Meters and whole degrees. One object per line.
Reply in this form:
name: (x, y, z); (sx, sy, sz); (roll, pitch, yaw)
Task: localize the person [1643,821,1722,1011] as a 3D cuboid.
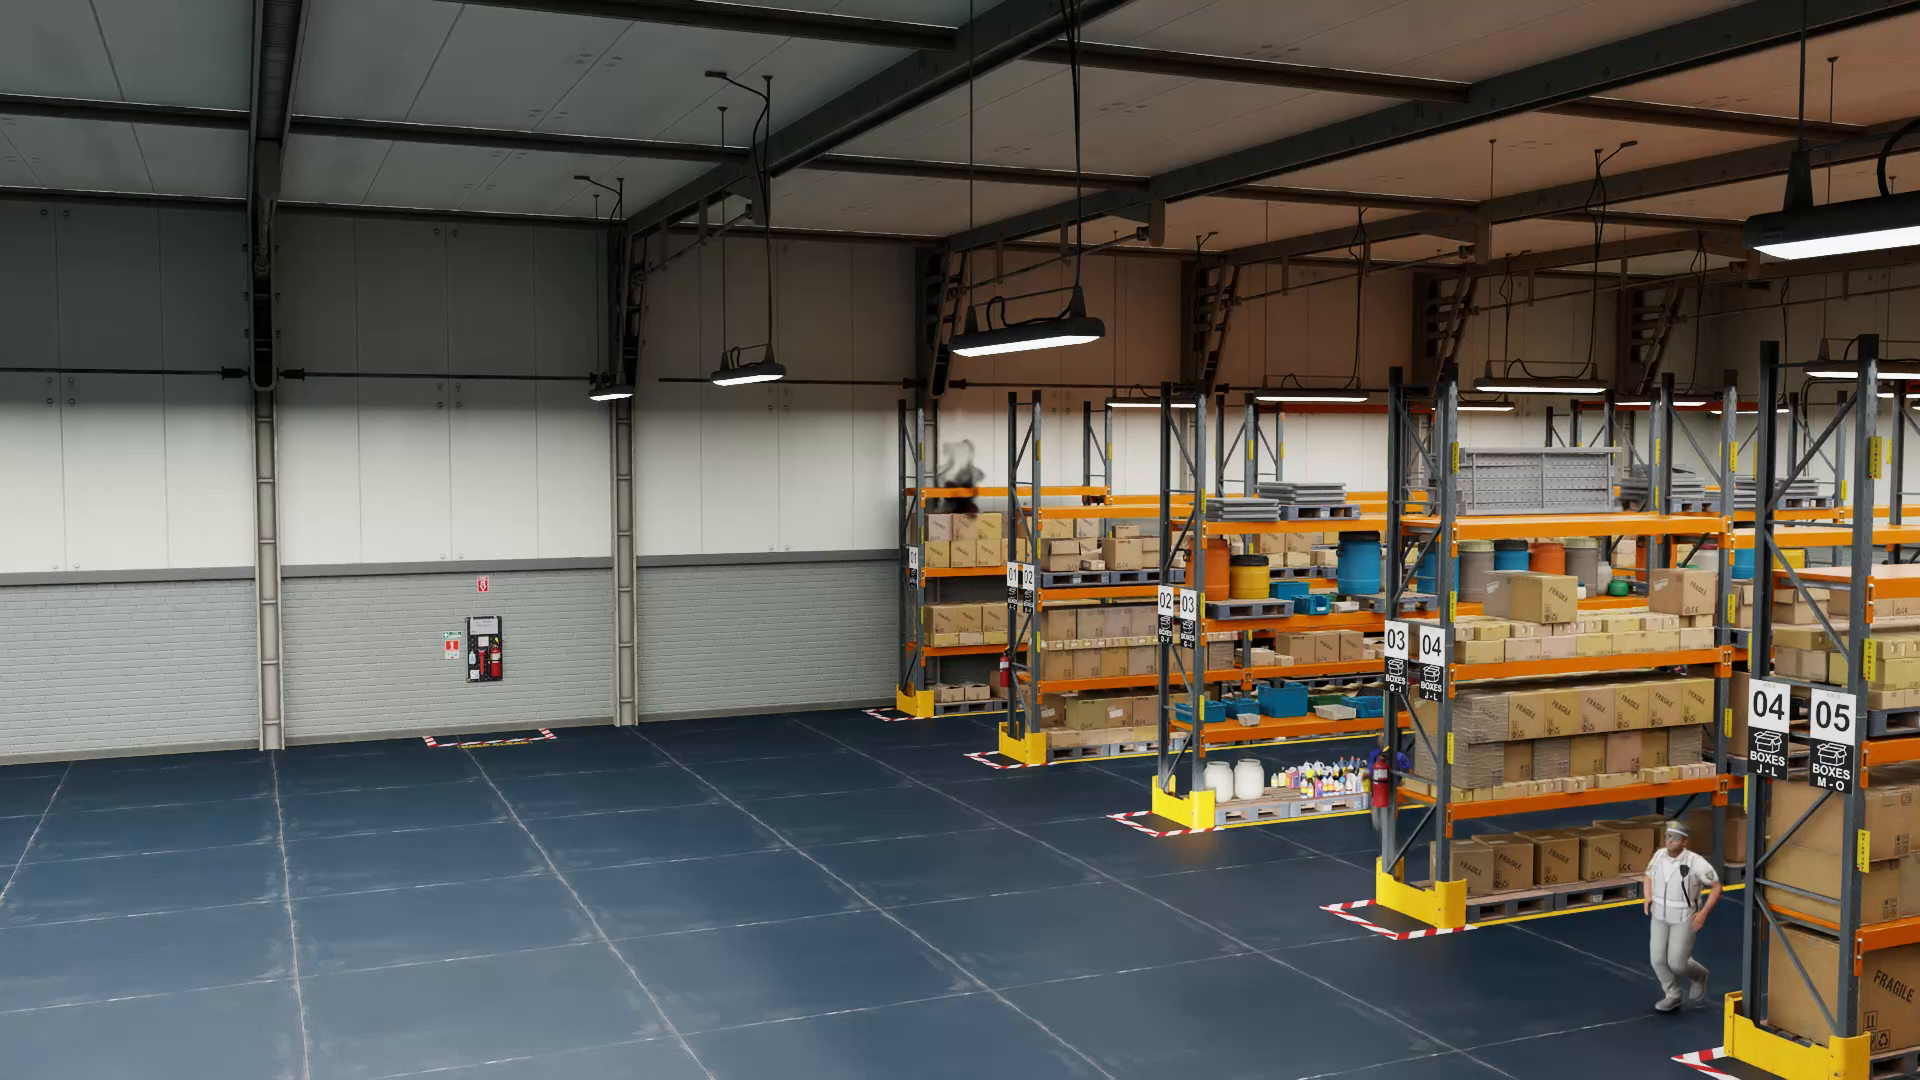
person: (6.519, 3.402, 15.102); (0.621, 1.732, 0.693); (-3, 4, -38)

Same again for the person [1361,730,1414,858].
person: (5.180, 3.156, 20.409); (0.605, 1.630, 0.560); (-3, 4, -41)
